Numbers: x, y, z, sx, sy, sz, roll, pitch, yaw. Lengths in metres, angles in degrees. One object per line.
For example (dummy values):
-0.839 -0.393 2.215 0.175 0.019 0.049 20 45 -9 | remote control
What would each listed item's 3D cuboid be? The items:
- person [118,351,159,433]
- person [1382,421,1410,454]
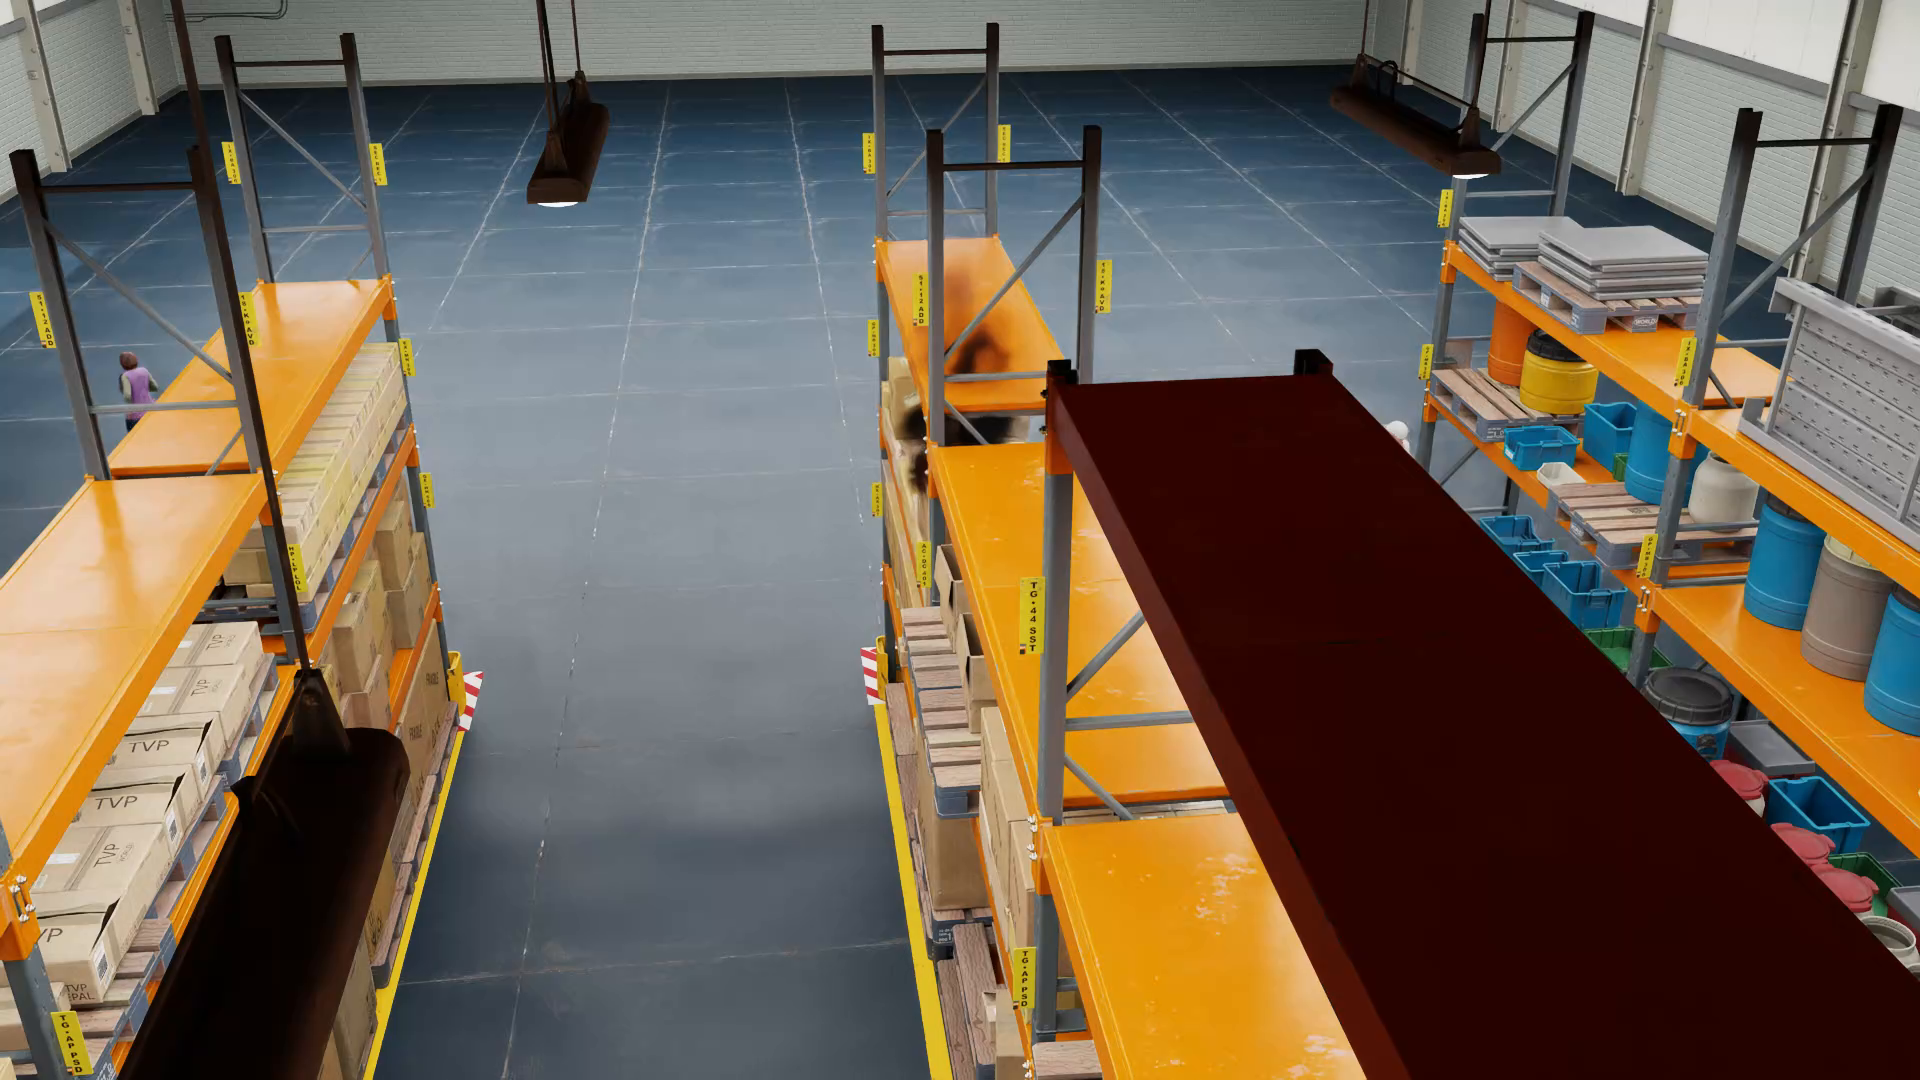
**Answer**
-9.654 -1.448 19.695 0.731 1.637 0.524 19 31 34 | person
4.525 -0.425 17.340 0.855 1.787 0.668 14 29 27 | person
